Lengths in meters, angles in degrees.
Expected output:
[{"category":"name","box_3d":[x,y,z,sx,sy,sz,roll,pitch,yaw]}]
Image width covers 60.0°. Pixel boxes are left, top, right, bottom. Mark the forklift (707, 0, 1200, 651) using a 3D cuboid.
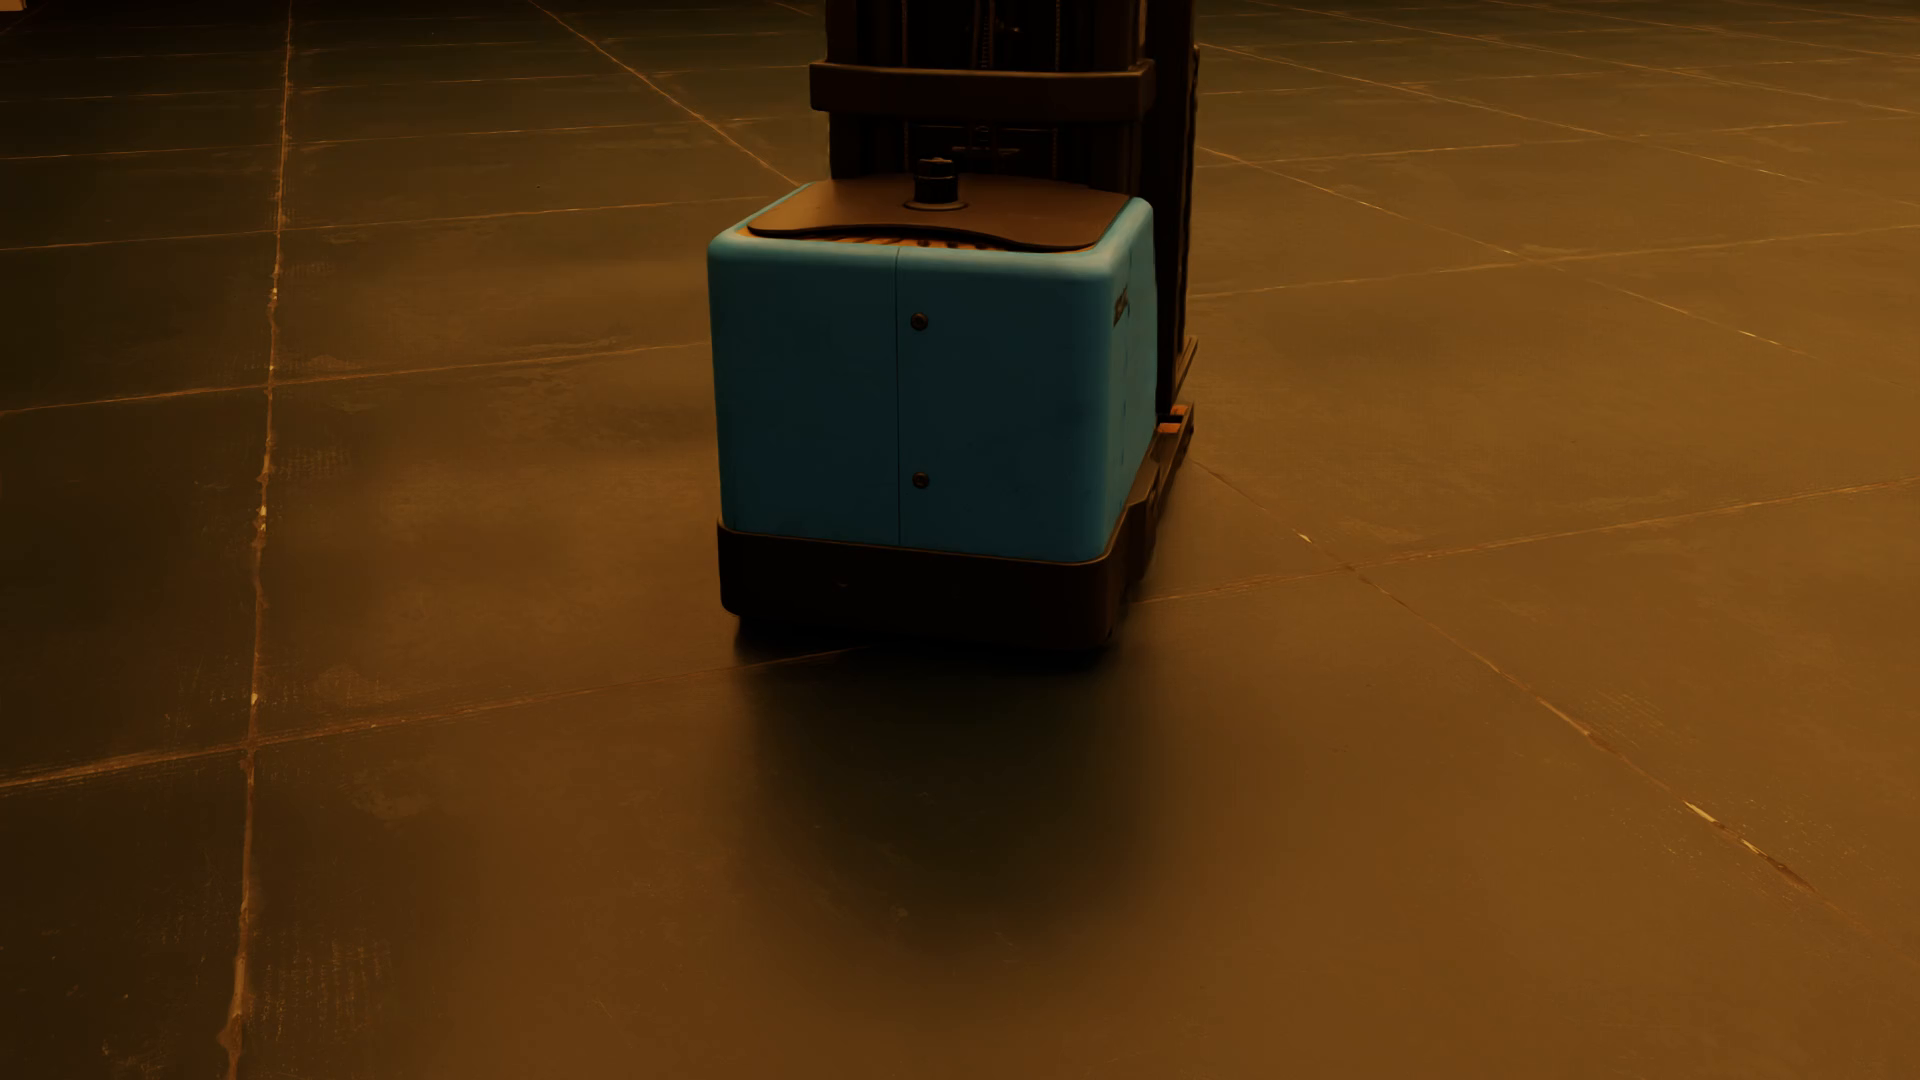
[{"category":"forklift","box_3d":[0.203,-1.612,5.131,1.130,2.935,3.031,5,23,13]}]
